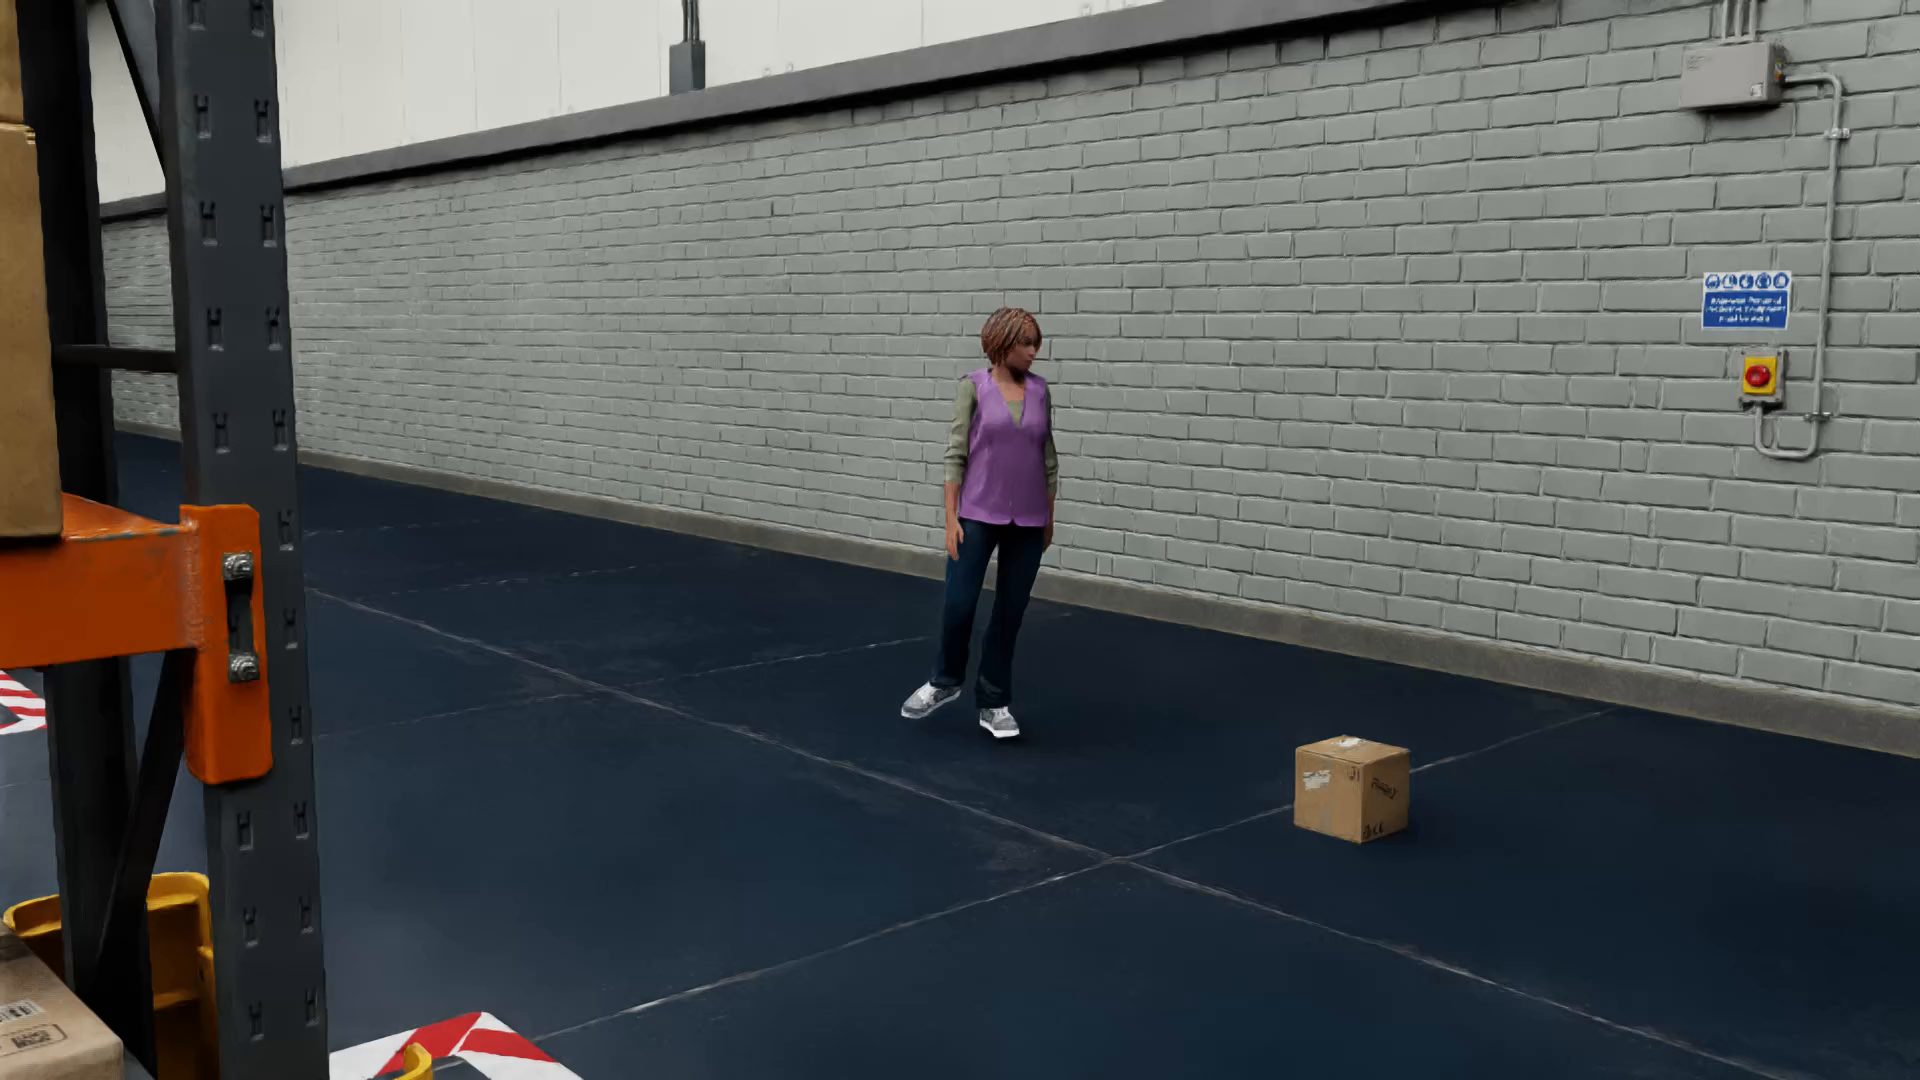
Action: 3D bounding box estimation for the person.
[{"bbox_3d":[0.085,-0.060,6.168,0.580,1.589,0.420,-2,8,-16],"label":"person"}]
